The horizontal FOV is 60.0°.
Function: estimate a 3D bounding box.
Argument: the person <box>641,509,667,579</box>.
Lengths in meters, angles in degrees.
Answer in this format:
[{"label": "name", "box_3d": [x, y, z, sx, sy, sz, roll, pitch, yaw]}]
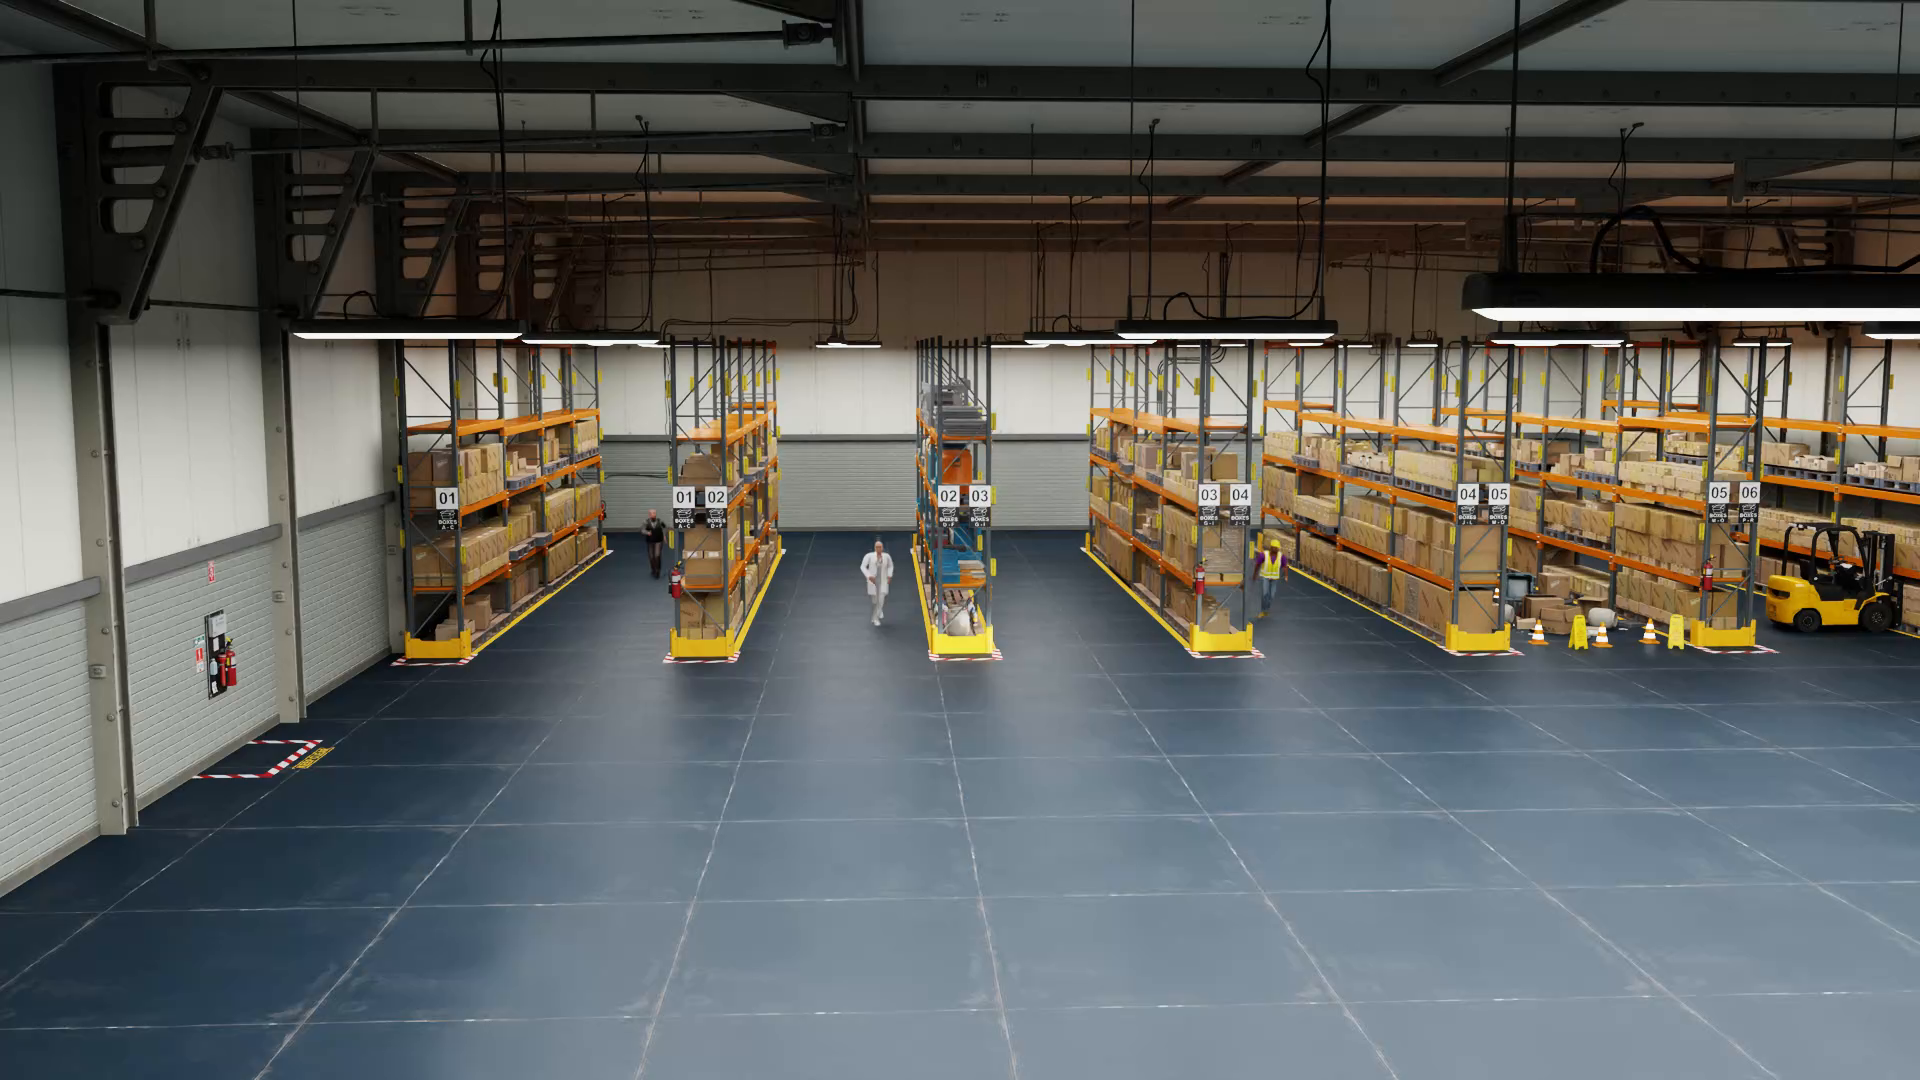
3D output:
[{"label": "person", "box_3d": [-7.725, 0.109, 41.983, 0.603, 1.772, 0.834, 0, 6, -3]}]

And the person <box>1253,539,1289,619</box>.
[{"label": "person", "box_3d": [6.682, 0.821, 35.768, 0.672, 1.716, 0.770, -1, 7, -8]}]

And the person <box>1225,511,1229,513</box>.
[{"label": "person", "box_3d": [7.409, -0.516, 47.795, 0.557, 1.691, 0.635, 2, 7, 14]}]

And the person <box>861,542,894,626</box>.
[{"label": "person", "box_3d": [-1.727, 0.882, 34.677, 0.701, 1.736, 0.713, -1, 7, -7]}]
